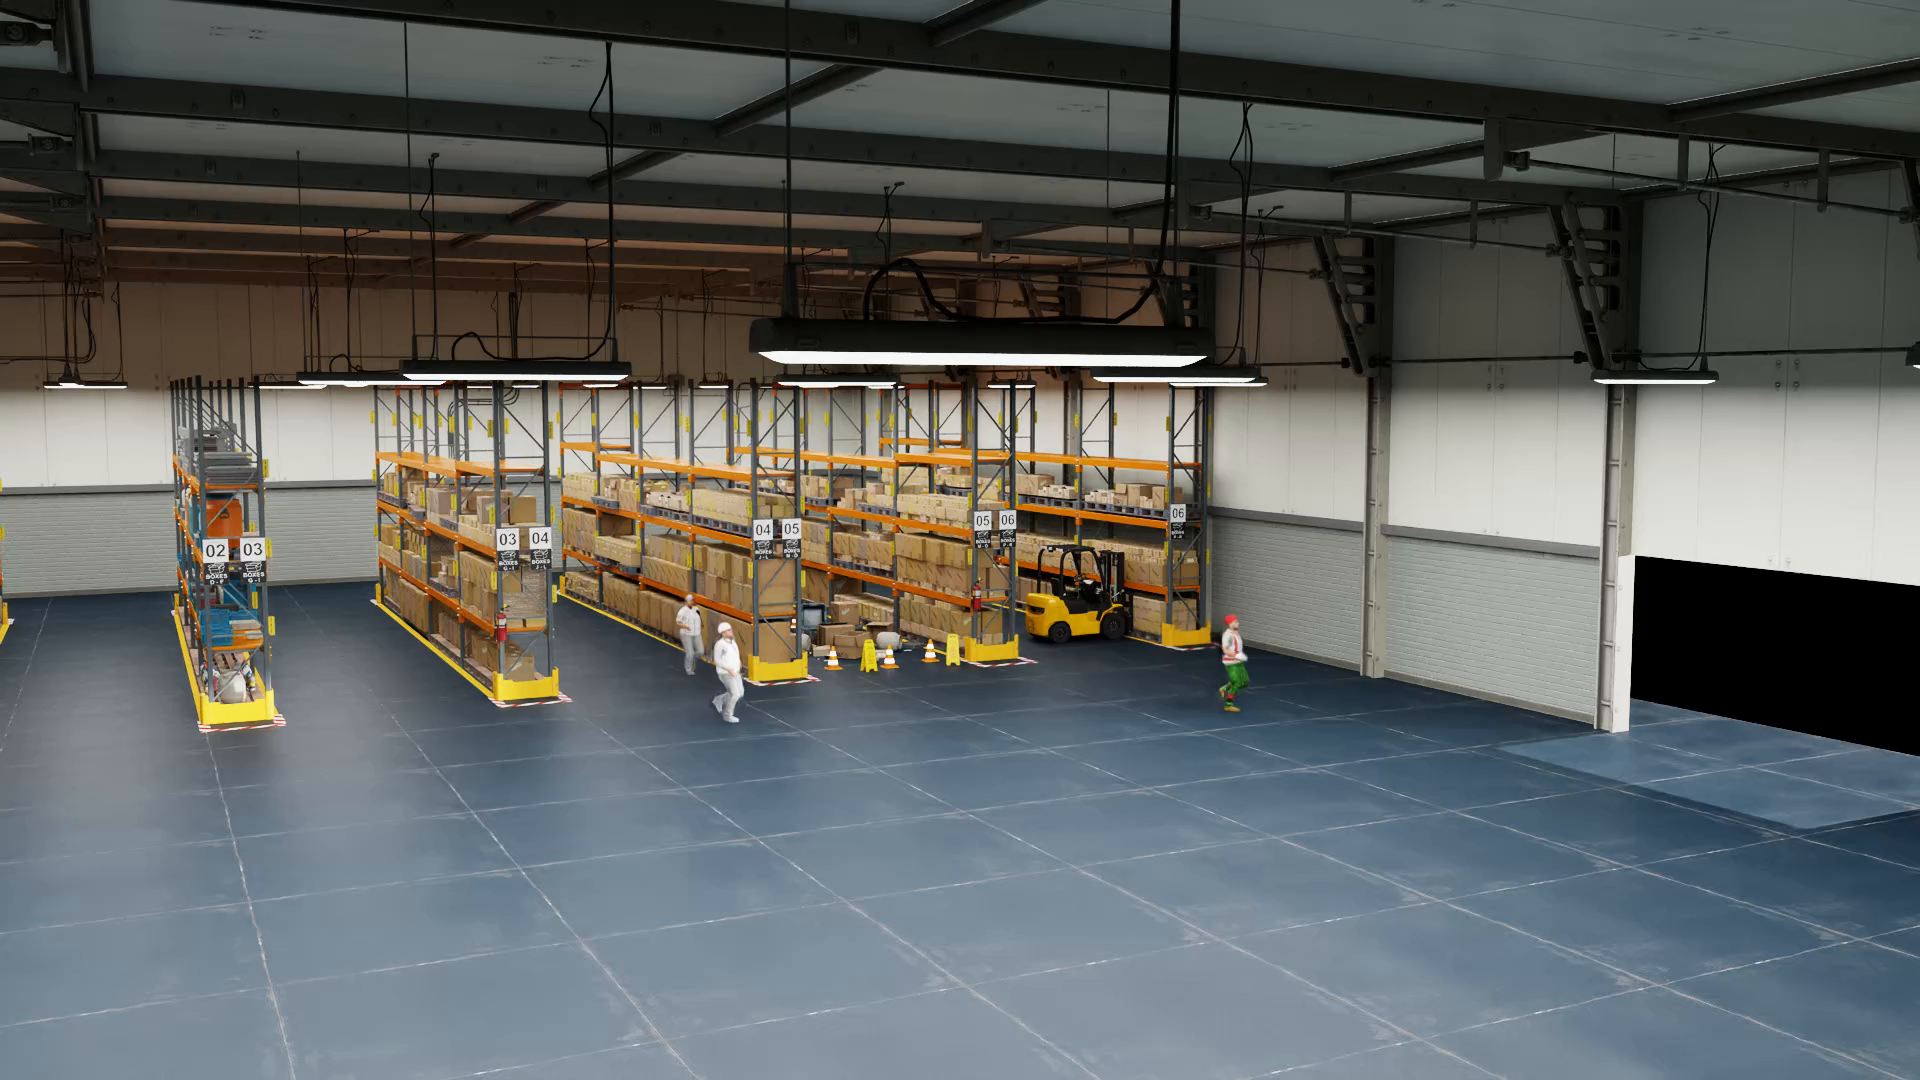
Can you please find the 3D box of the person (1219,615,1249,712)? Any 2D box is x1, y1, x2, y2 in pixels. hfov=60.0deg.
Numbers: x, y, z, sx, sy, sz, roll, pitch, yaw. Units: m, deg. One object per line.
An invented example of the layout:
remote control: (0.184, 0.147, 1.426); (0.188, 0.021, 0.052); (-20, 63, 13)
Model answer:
person: (4.906, 2.207, 29.829); (0.594, 1.740, 0.655); (3, 6, 28)

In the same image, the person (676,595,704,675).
person: (-5.433, 1.919, 33.678); (0.600, 1.620, 0.561); (-4, 6, -35)

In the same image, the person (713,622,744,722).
person: (-4.071, 2.292, 28.957); (0.544, 1.740, 0.661); (2, 5, 17)
